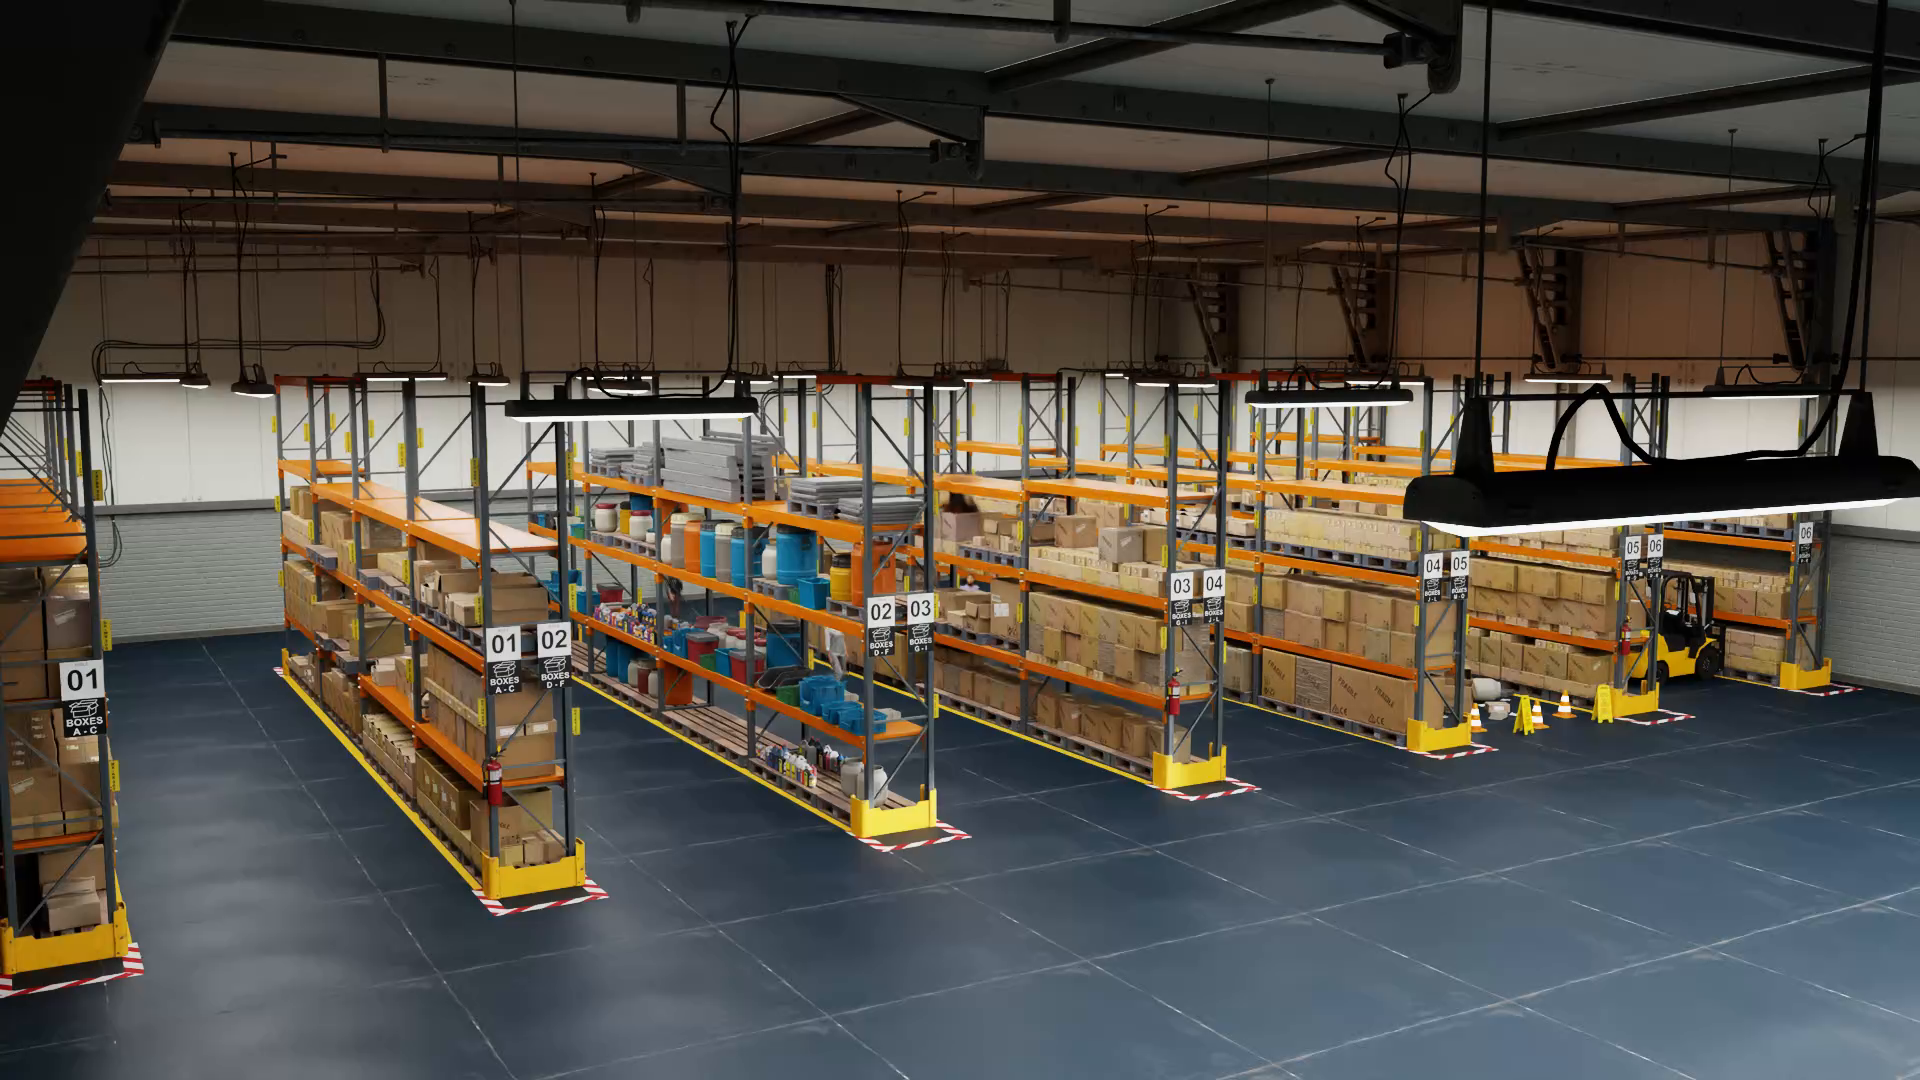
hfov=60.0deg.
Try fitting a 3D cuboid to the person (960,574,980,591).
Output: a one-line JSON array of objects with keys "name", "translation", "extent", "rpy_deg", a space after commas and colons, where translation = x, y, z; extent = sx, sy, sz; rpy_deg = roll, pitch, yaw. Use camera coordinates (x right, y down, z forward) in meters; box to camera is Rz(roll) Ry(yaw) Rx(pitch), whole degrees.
[{"name": "person", "translation": [0.243, 1.536, 36.572], "extent": [0.477, 1.594, 0.988], "rpy_deg": [-4, 7, -30]}]

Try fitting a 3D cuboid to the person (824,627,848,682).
[{"name": "person", "translation": [-2.224, 2.058, 29.658], "extent": [0.464, 1.538, 0.703], "rpy_deg": [-5, 8, -37]}]

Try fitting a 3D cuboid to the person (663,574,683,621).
[{"name": "person", "translation": [-6.616, 1.282, 38.510], "extent": [0.499, 1.743, 0.591], "rpy_deg": [1, 6, 8]}]

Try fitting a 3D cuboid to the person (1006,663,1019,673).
[{"name": "person", "translation": [1.162, 1.742, 32.089], "extent": [0.566, 1.804, 0.889], "rpy_deg": [-3, 7, -27]}]
